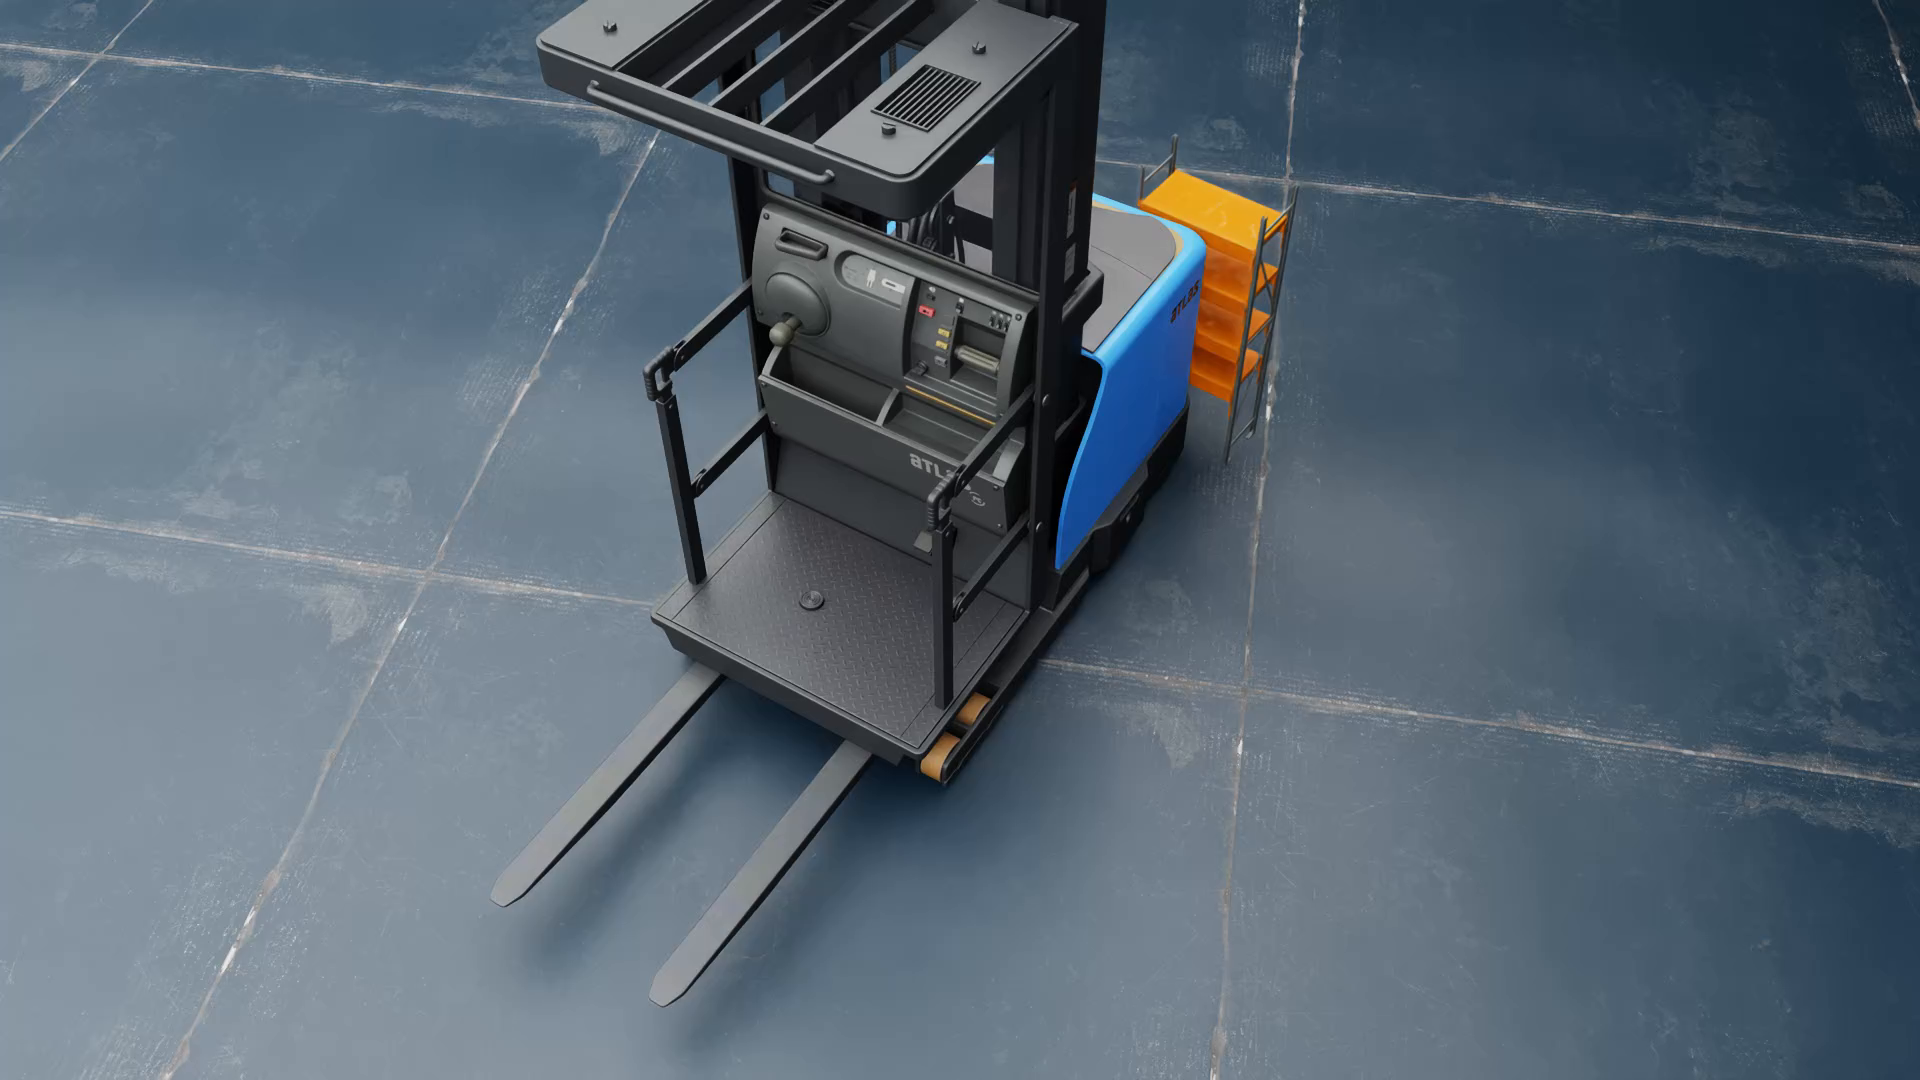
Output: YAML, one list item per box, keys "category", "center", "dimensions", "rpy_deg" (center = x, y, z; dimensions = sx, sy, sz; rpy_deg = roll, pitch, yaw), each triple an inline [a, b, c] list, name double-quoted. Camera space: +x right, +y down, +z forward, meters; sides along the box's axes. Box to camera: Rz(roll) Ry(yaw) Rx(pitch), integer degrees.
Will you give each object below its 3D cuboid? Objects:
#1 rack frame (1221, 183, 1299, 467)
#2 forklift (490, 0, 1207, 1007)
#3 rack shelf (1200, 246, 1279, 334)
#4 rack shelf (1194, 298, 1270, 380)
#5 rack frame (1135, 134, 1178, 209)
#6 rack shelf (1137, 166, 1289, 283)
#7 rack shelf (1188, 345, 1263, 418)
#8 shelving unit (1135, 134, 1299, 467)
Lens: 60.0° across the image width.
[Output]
- category: "rack frame"
  center: [1.098, -0.759, 6.123]
  dimensions: [0.015, 1.200, 0.240]
  rpy_deg: [29, 55, 23]
- category: "forklift"
  center: [-0.332, -0.582, 4.803]
  dimensions: [1.130, 2.935, 3.031]
  rpy_deg: [25, 53, 21]
- category: "rack shelf"
  center: [0.901, -0.971, 6.103]
  dimensions: [0.480, 0.148, 0.258]
  rpy_deg: [29, 55, 23]
- category: "rack shelf"
  center: [0.902, -0.822, 6.271]
  dimensions: [0.480, 0.148, 0.258]
  rpy_deg: [29, 55, 23]
- category: "rack frame"
  center: [0.706, -0.975, 6.318]
  dimensions: [0.015, 1.200, 0.240]
  rpy_deg: [29, 55, 23]
- category: "rack shelf"
  center: [0.899, -1.127, 5.926]
  dimensions: [0.480, 0.148, 0.258]
  rpy_deg: [29, 55, 23]
- category: "rack shelf"
  center: [0.903, -0.691, 6.420]
  dimensions: [0.480, 0.148, 0.258]
  rpy_deg: [29, 55, 23]
- category: "shelving unit"
  center: [0.902, -0.867, 6.221]
  dimensions: [0.503, 1.200, 0.258]
  rpy_deg: [29, 55, 23]
